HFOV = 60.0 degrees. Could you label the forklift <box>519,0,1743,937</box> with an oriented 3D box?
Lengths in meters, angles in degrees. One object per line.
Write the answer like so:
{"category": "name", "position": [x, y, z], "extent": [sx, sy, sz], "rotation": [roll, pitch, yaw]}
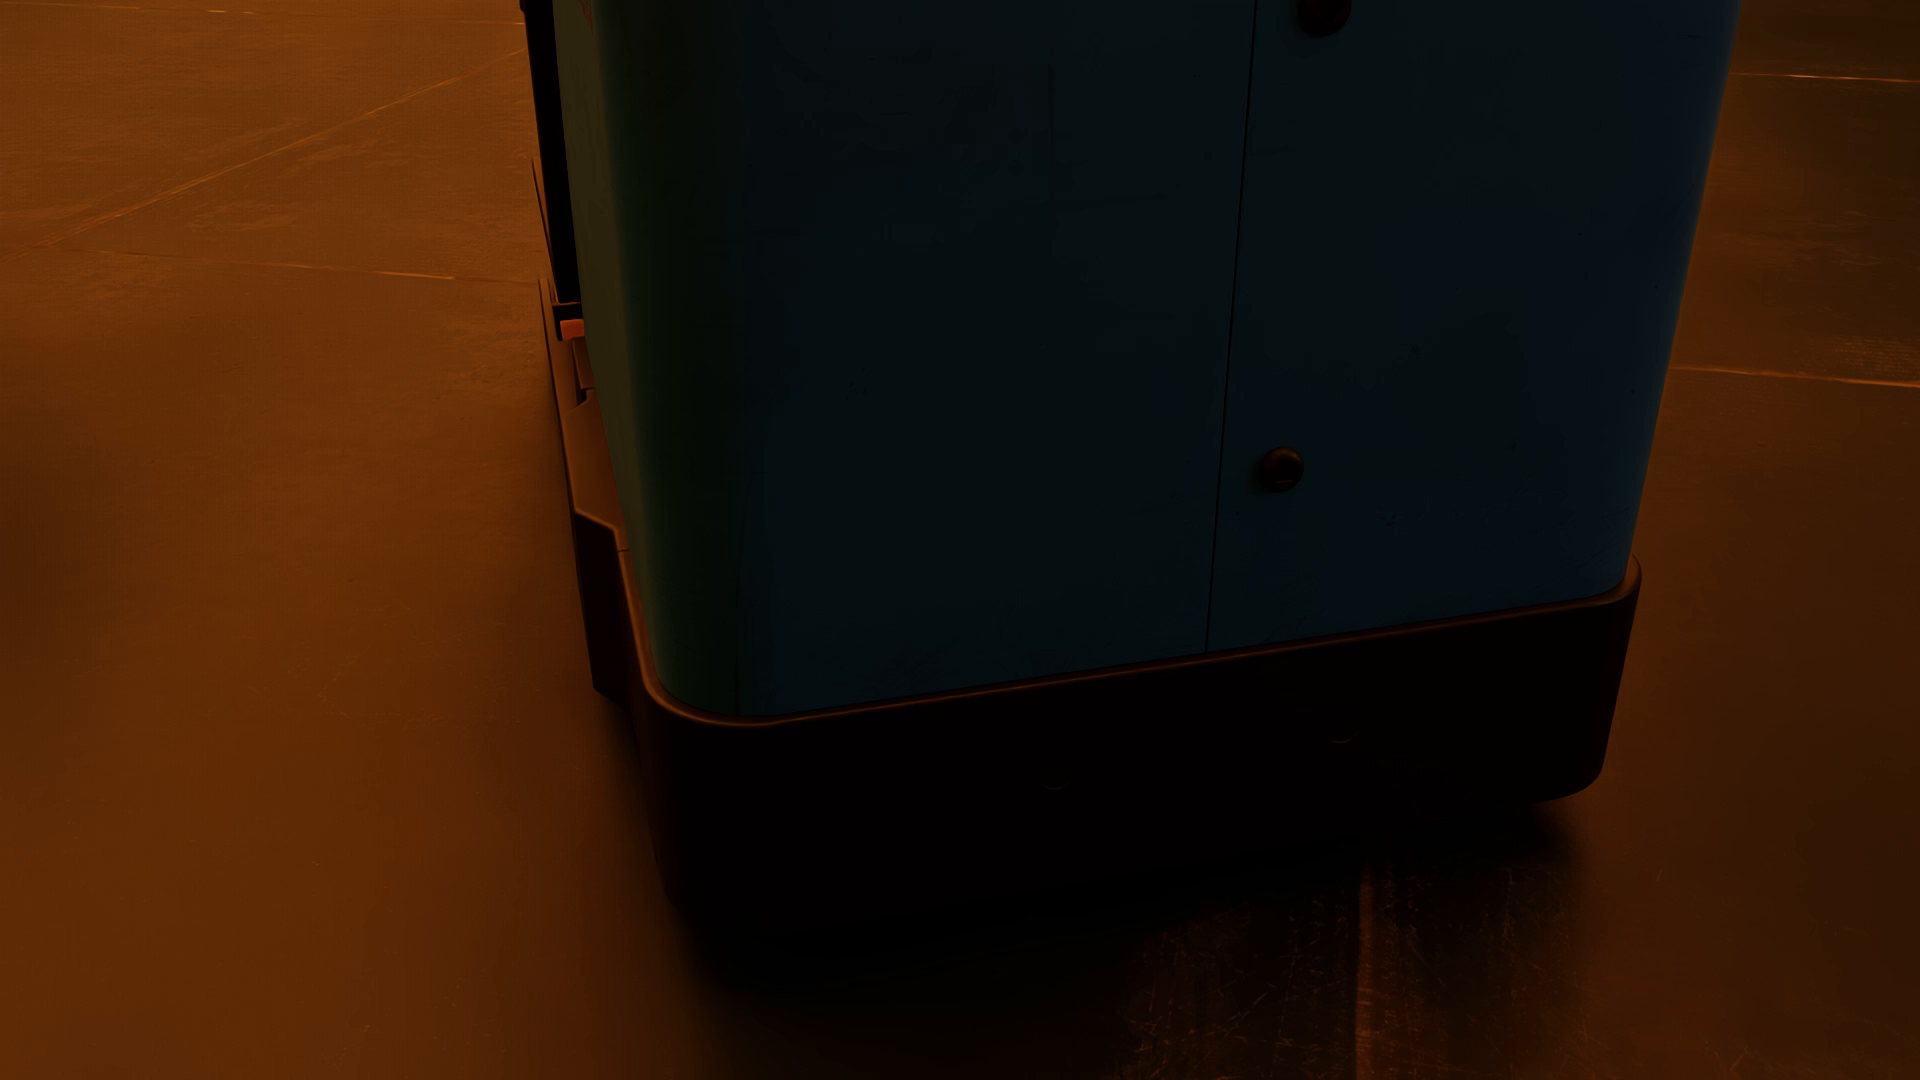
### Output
{"category": "forklift", "position": [-0.161, -1.574, 2.366], "extent": [1.130, 2.935, 3.031], "rotation": [-7, 28, -14]}
